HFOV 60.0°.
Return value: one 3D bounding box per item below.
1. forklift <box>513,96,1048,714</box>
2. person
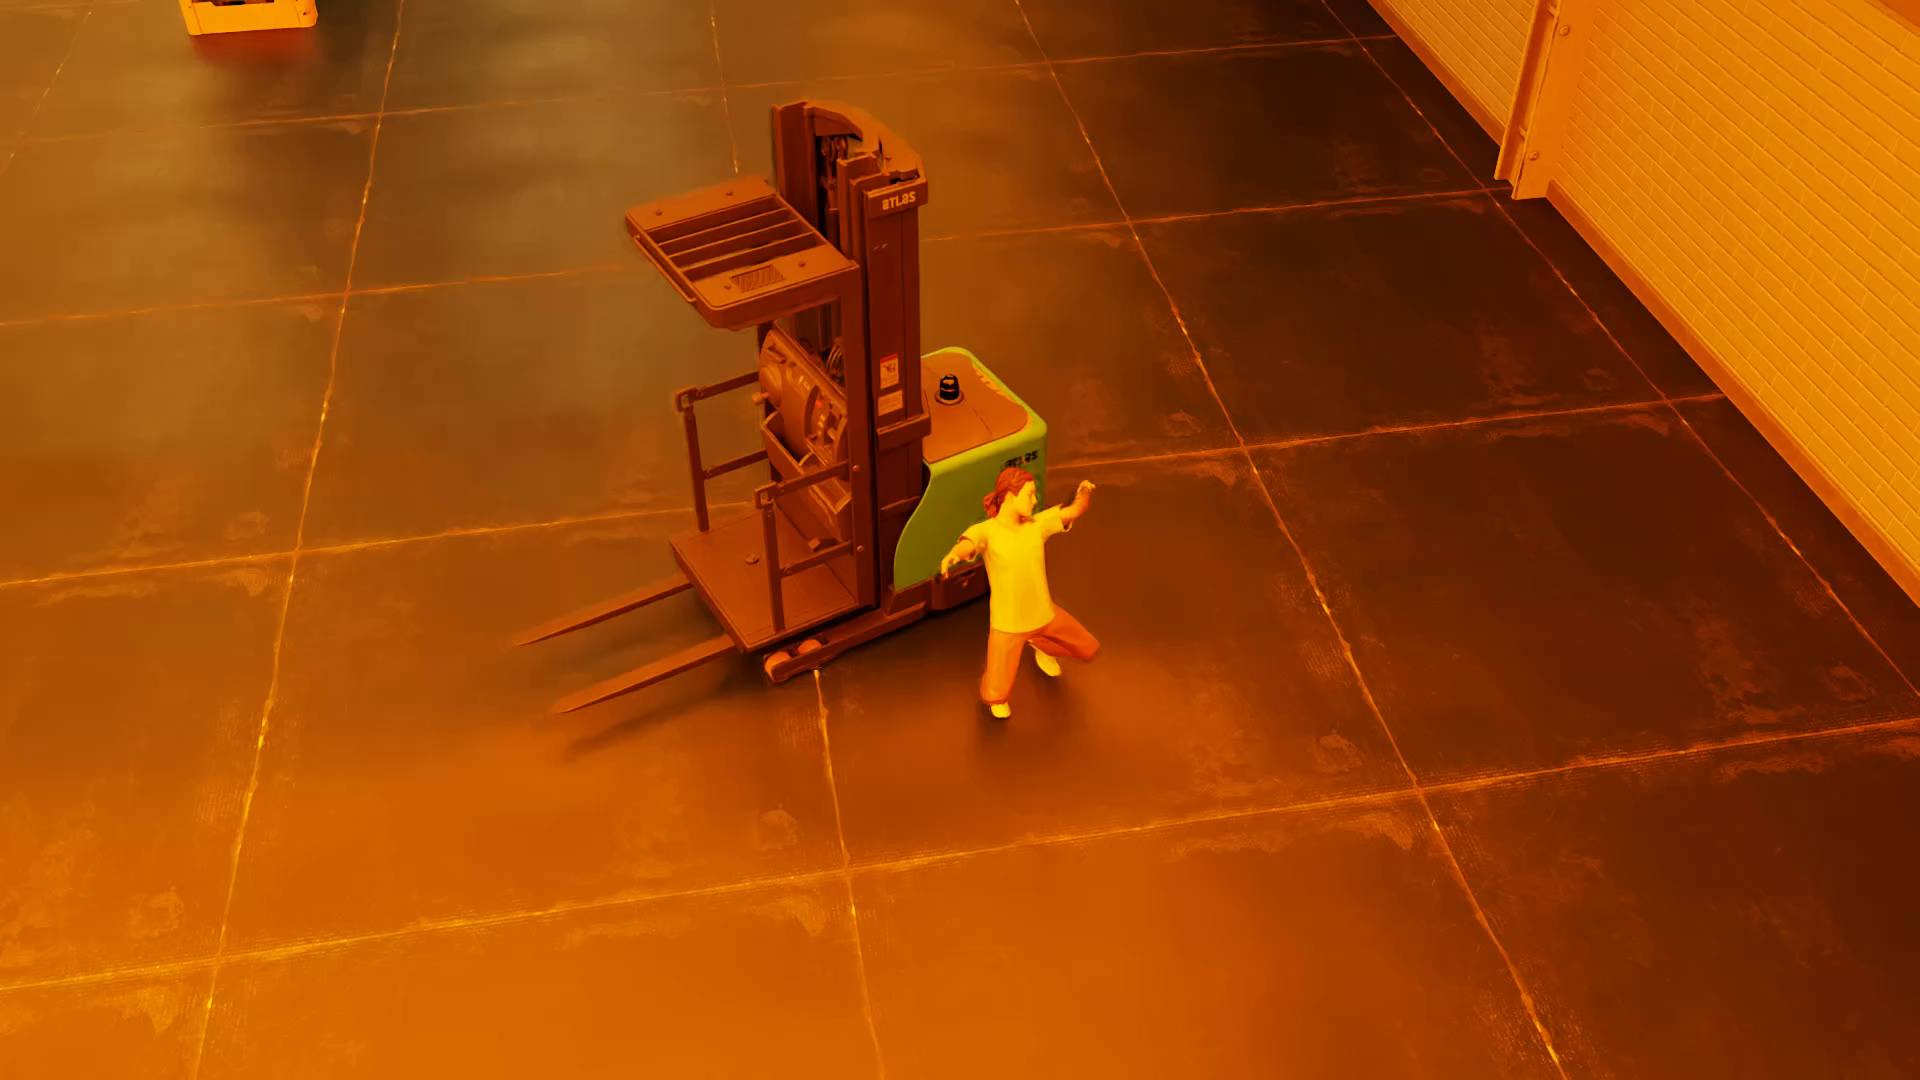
[{"bbox_3d":[-1.017,-0.719,8.803,3.031,2.935,1.130,-21,45,-23],"label":"forklift"},{"bbox_3d":[0.214,0.295,8.649,0.941,1.549,0.659,-20,44,-22],"label":"person"}]
